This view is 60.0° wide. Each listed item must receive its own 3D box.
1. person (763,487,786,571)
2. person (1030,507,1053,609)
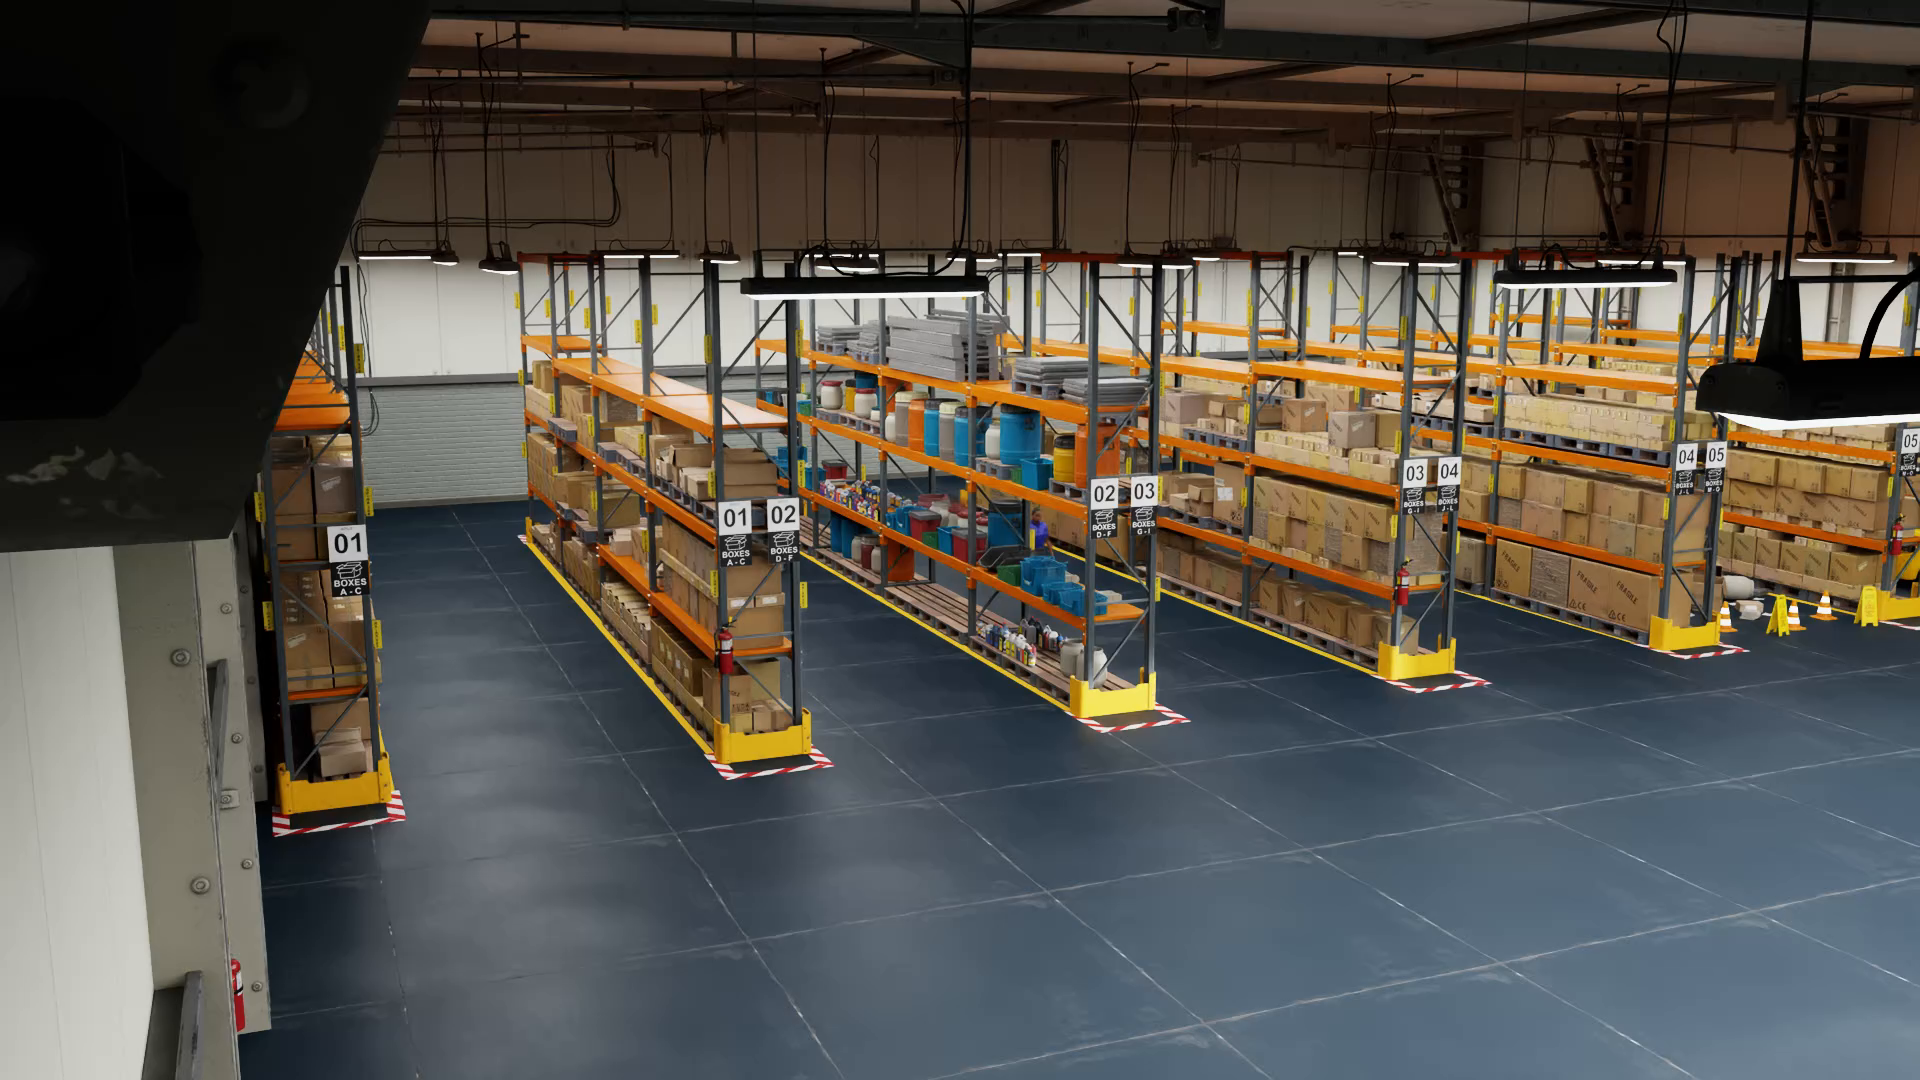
[{"bbox_3d":[-3.590,-0.294,31.880,0.559,1.657,1.071,-3,11,-14],"label":"person"},{"bbox_3d":[1.274,0.269,27.297,0.498,1.646,0.740,-6,12,-29],"label":"person"}]
